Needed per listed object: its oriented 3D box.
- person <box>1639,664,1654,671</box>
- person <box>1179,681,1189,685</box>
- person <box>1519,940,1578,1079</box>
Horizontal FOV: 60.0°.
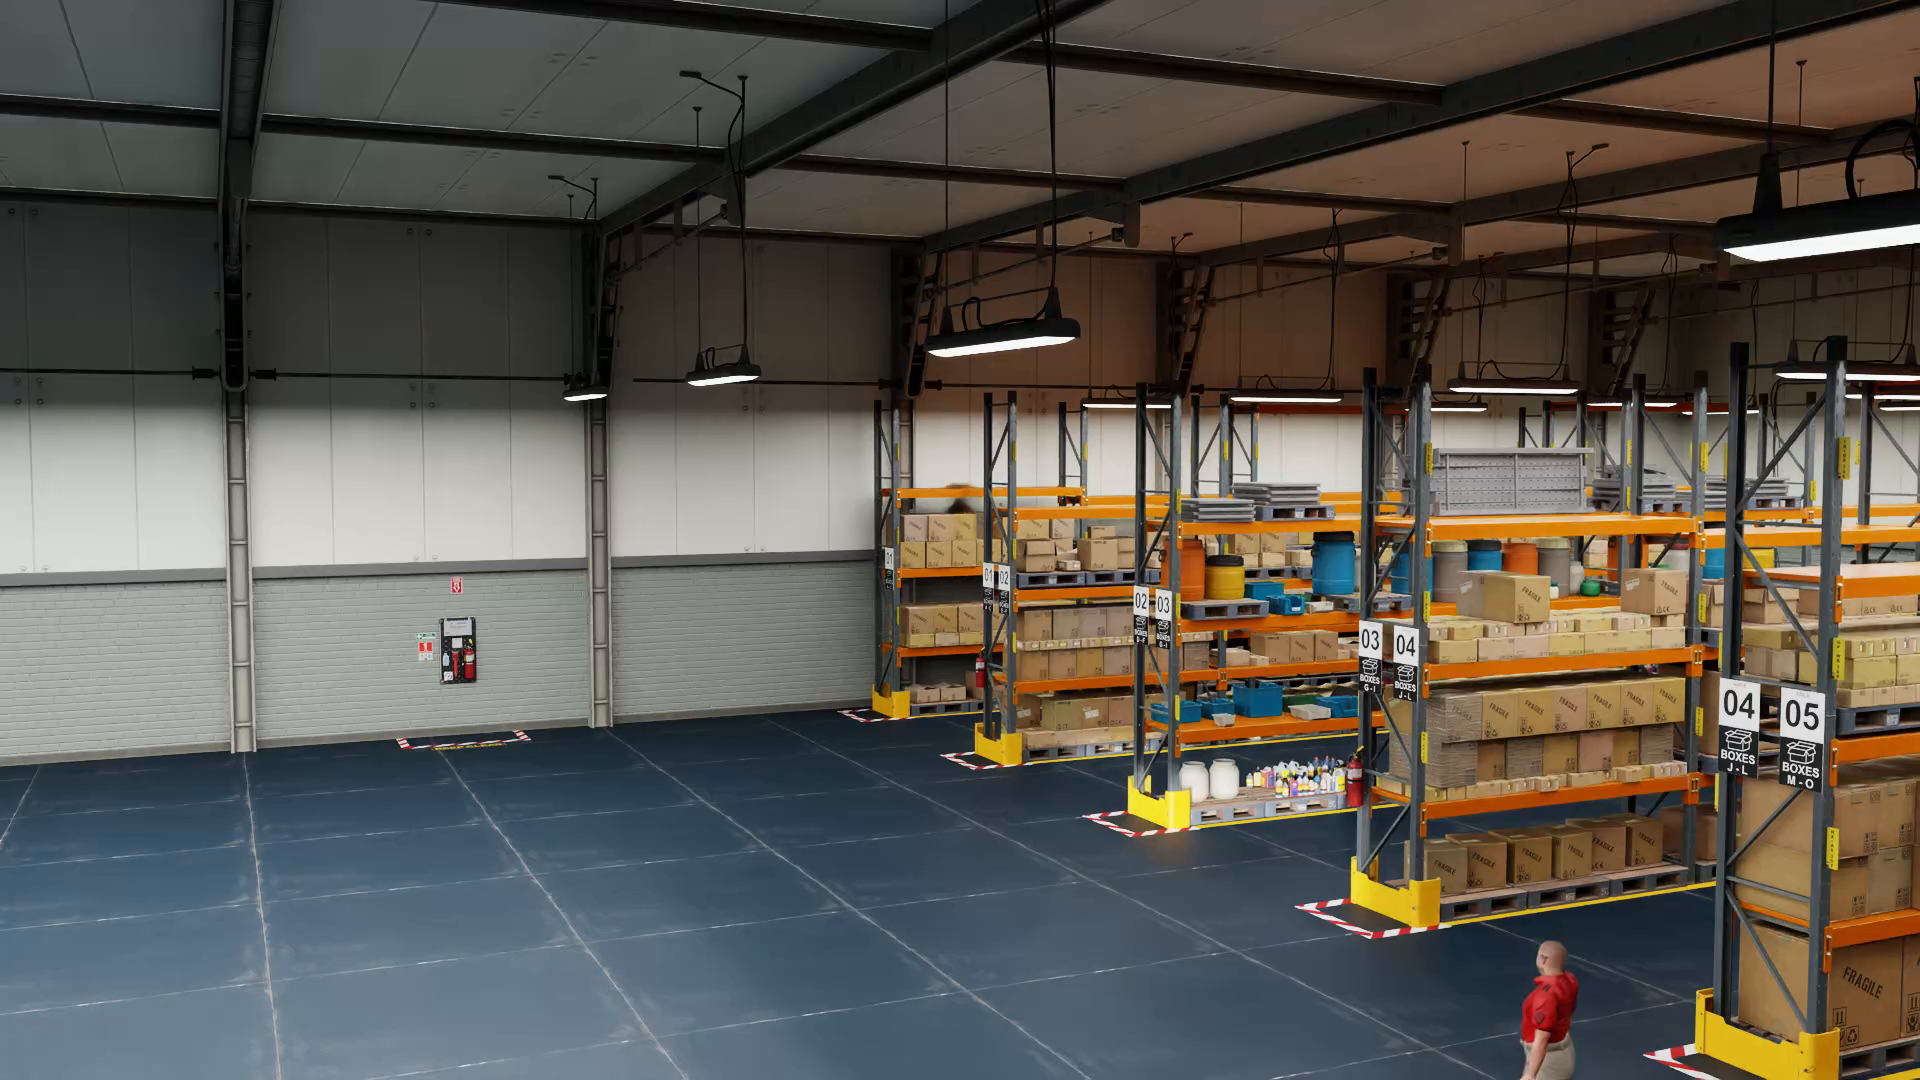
[{"bbox_3d":[12.194,2.554,29.543,0.969,1.743,0.643,-2,4,-27],"label":"person"},{"bbox_3d":[4.175,2.486,30.627,0.607,1.765,0.418,-2,4,-35],"label":"person"},{"bbox_3d":[4.076,3.630,11.524,0.400,1.721,0.657,1,4,24],"label":"person"}]
